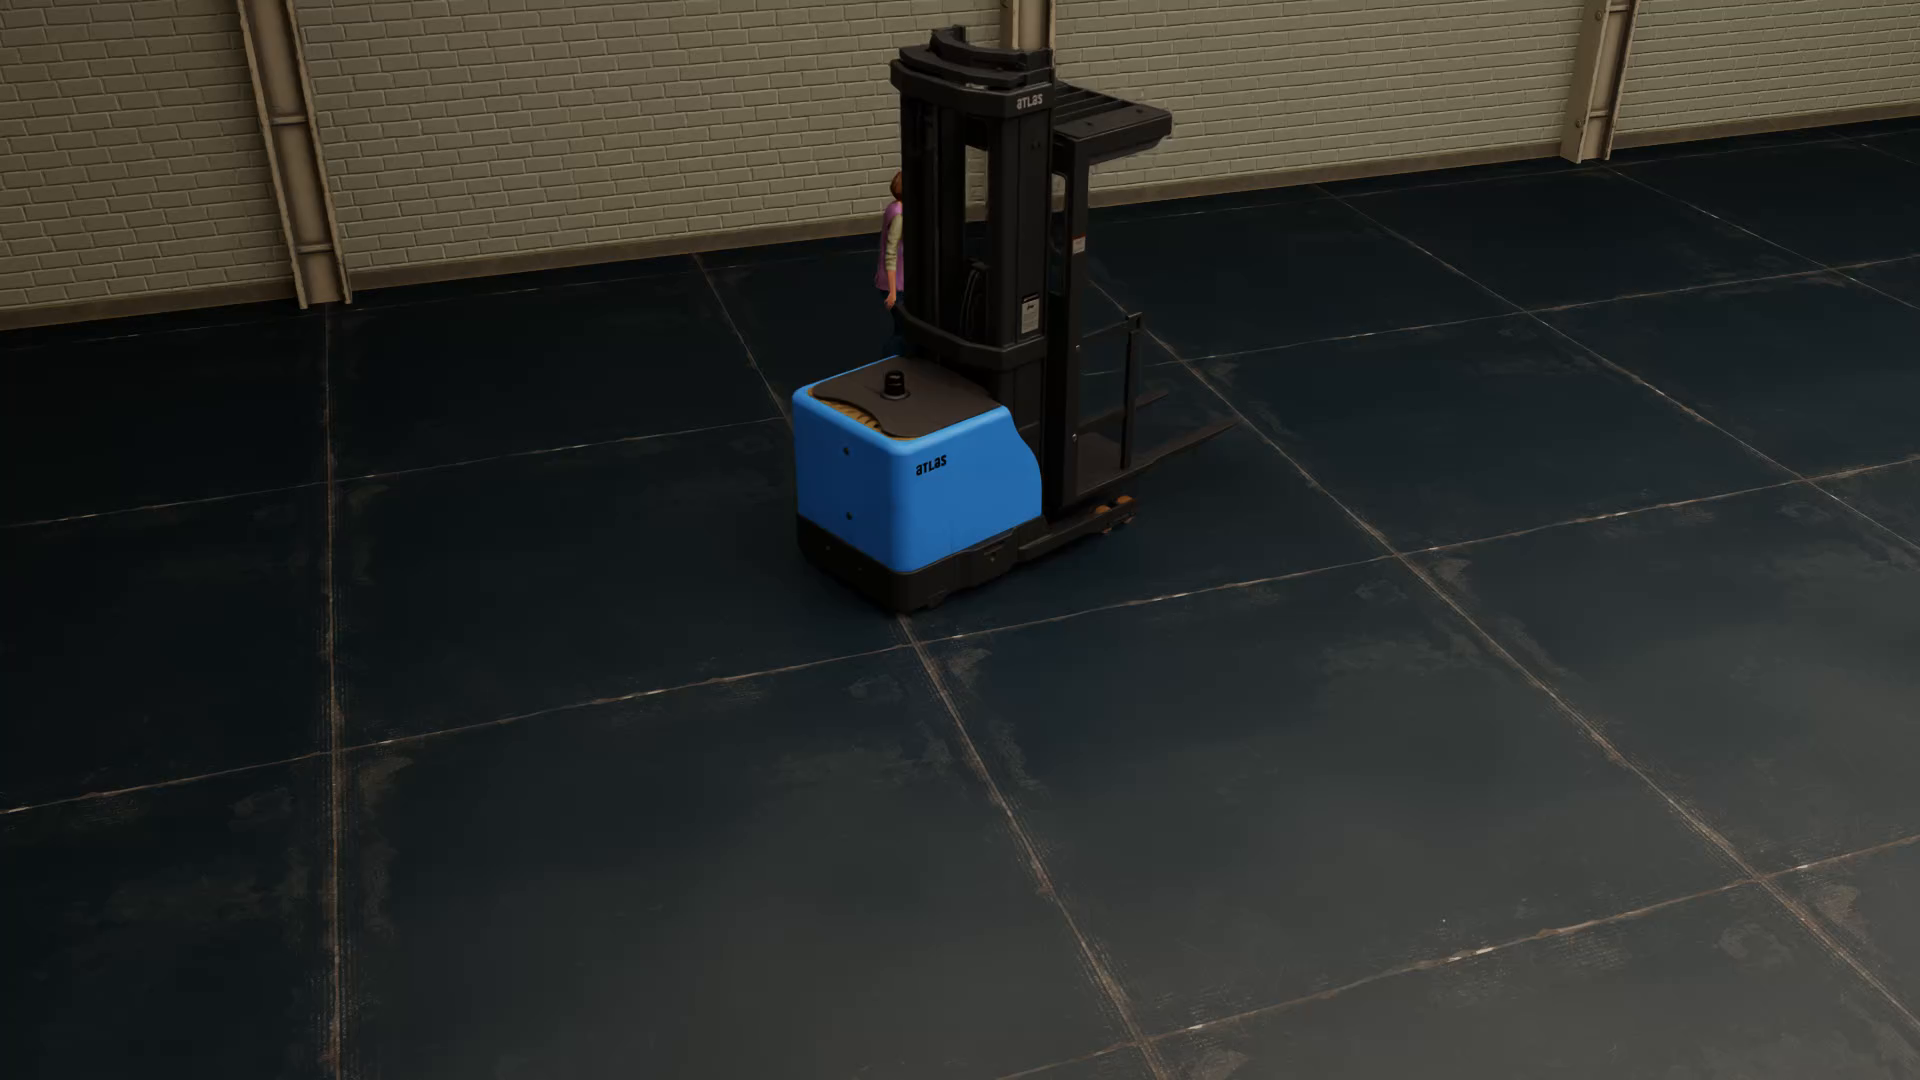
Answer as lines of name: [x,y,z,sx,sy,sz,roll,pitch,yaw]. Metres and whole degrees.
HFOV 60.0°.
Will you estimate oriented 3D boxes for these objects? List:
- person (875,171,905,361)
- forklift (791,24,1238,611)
person: [-0.451,-1.796,11.616,0.402,1.563,0.733,-2,30,-4]
forklift: [0.475,-1.488,9.673,3.031,2.935,1.130,-24,37,-35]
